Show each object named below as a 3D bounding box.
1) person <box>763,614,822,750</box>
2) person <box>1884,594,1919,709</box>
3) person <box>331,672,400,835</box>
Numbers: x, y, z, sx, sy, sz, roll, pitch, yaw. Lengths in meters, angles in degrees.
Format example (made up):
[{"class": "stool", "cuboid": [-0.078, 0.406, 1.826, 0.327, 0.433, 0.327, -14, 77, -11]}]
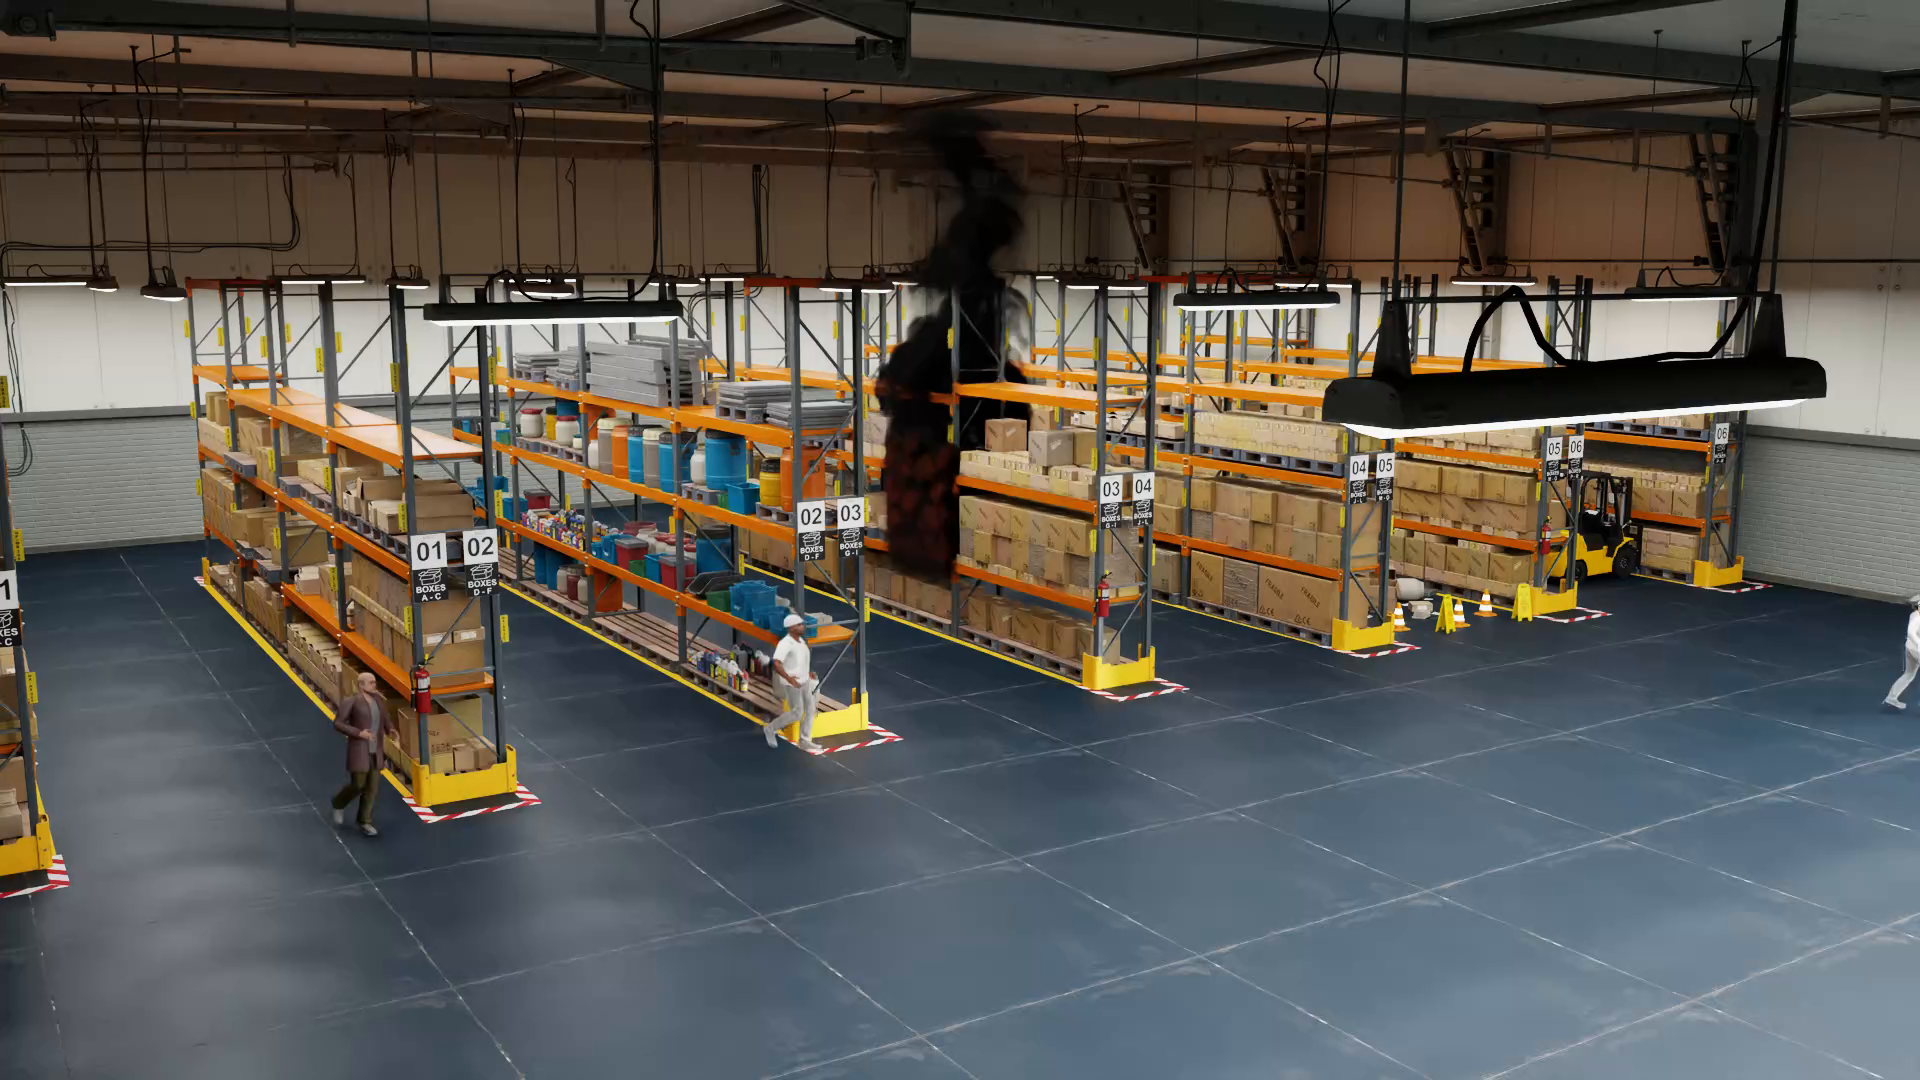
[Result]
[{"class": "person", "cuboid": [-2.097, 1.804, 21.185, 0.765, 1.733, 0.749, 3, 10, 18]}, {"class": "person", "cuboid": [13.463, 1.607, 23.375, 0.706, 1.753, 0.593, 1, 10, 9]}, {"class": "person", "cuboid": [-6.669, 2.359, 18.711, 0.806, 1.751, 0.770, 6, 11, 33]}]
